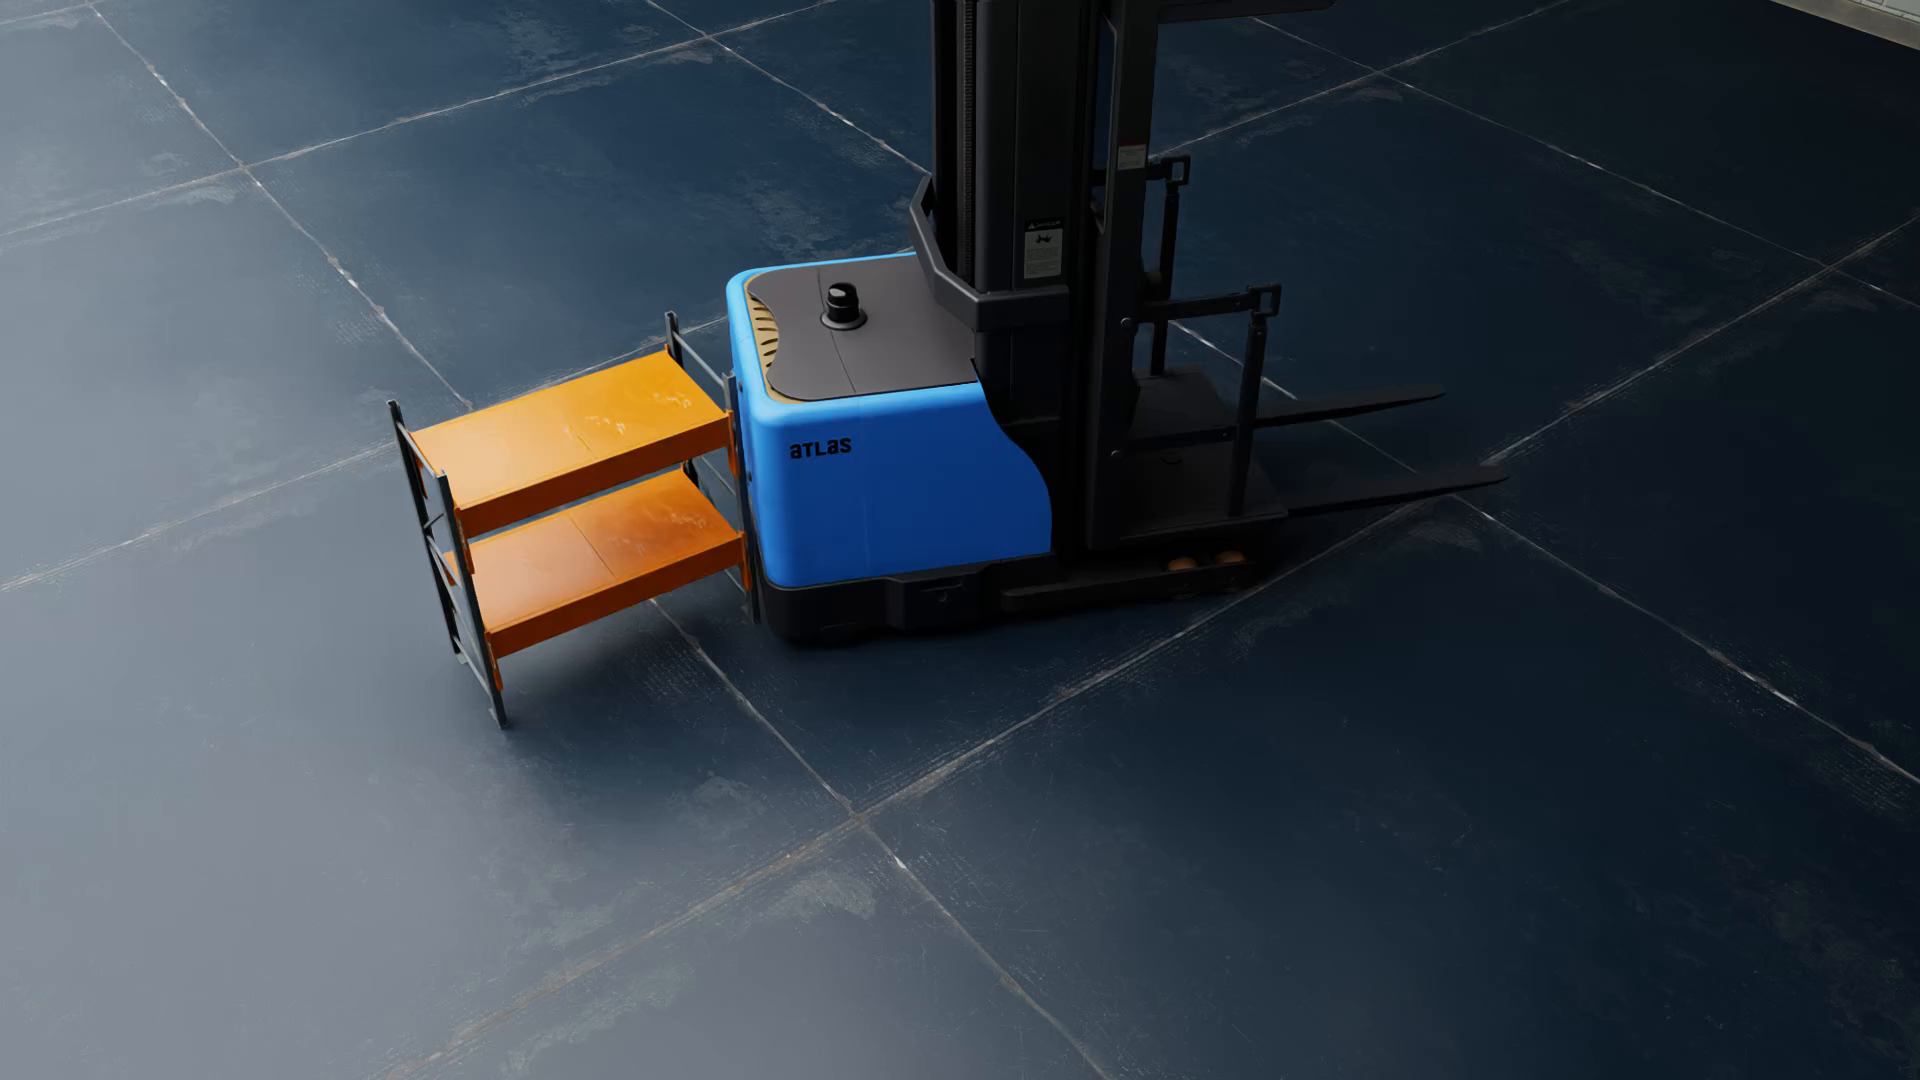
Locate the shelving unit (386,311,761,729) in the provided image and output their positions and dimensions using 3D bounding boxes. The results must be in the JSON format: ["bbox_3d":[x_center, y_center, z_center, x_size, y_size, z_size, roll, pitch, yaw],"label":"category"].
[{"bbox_3d":[-1.337,-0.075,5.955,1.048,1.125,0.538,-23,44,-25],"label":"shelving unit"}]

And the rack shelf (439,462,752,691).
[{"bbox_3d":[-1.337,0.114,6.110,1.000,0.278,0.538,-23,44,-25],"label":"rack shelf"}]

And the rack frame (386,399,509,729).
[{"bbox_3d":[-1.763,0.101,5.740,0.032,1.125,0.500,-23,44,-25],"label":"rack frame"}]

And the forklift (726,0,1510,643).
[{"bbox_3d":[0.674,-1.223,5.930,3.031,2.935,1.130,-8,40,-9],"label":"forklift"}]

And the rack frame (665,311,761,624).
[{"bbox_3d":[-0.912,-0.251,6.169,0.032,1.125,0.500,-23,44,-25],"label":"rack frame"}]

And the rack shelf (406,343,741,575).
[{"bbox_3d":[-1.337,-0.301,5.769,1.000,0.278,0.538,-23,44,-25],"label":"rack shelf"}]
